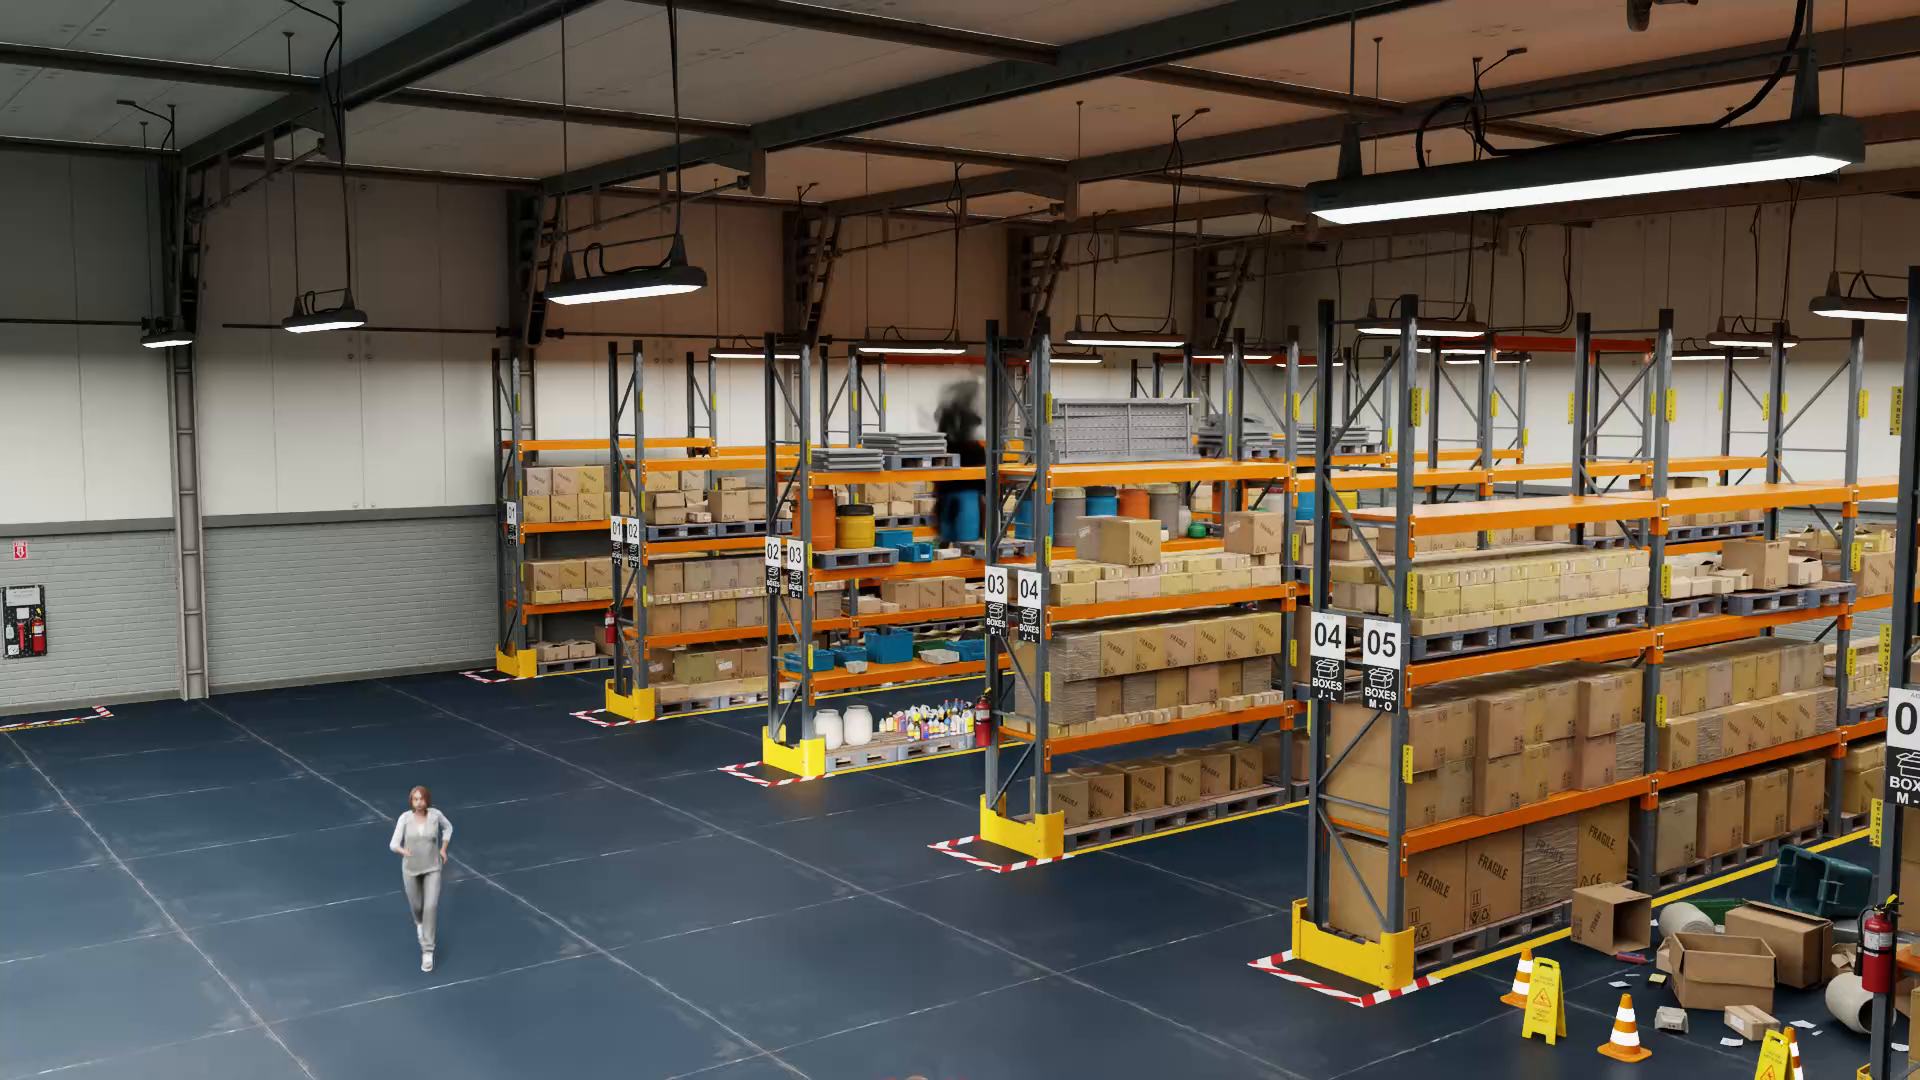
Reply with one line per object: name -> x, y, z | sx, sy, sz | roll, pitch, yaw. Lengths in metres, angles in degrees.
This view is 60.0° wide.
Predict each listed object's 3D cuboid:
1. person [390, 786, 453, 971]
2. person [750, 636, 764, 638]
person -> -4.904, 3.030, 15.162 | 0.540, 1.583, 0.879 | -1, 5, -15
person -> -3.594, 1.687, 30.107 | 0.612, 1.669, 0.657 | -4, 6, -39
